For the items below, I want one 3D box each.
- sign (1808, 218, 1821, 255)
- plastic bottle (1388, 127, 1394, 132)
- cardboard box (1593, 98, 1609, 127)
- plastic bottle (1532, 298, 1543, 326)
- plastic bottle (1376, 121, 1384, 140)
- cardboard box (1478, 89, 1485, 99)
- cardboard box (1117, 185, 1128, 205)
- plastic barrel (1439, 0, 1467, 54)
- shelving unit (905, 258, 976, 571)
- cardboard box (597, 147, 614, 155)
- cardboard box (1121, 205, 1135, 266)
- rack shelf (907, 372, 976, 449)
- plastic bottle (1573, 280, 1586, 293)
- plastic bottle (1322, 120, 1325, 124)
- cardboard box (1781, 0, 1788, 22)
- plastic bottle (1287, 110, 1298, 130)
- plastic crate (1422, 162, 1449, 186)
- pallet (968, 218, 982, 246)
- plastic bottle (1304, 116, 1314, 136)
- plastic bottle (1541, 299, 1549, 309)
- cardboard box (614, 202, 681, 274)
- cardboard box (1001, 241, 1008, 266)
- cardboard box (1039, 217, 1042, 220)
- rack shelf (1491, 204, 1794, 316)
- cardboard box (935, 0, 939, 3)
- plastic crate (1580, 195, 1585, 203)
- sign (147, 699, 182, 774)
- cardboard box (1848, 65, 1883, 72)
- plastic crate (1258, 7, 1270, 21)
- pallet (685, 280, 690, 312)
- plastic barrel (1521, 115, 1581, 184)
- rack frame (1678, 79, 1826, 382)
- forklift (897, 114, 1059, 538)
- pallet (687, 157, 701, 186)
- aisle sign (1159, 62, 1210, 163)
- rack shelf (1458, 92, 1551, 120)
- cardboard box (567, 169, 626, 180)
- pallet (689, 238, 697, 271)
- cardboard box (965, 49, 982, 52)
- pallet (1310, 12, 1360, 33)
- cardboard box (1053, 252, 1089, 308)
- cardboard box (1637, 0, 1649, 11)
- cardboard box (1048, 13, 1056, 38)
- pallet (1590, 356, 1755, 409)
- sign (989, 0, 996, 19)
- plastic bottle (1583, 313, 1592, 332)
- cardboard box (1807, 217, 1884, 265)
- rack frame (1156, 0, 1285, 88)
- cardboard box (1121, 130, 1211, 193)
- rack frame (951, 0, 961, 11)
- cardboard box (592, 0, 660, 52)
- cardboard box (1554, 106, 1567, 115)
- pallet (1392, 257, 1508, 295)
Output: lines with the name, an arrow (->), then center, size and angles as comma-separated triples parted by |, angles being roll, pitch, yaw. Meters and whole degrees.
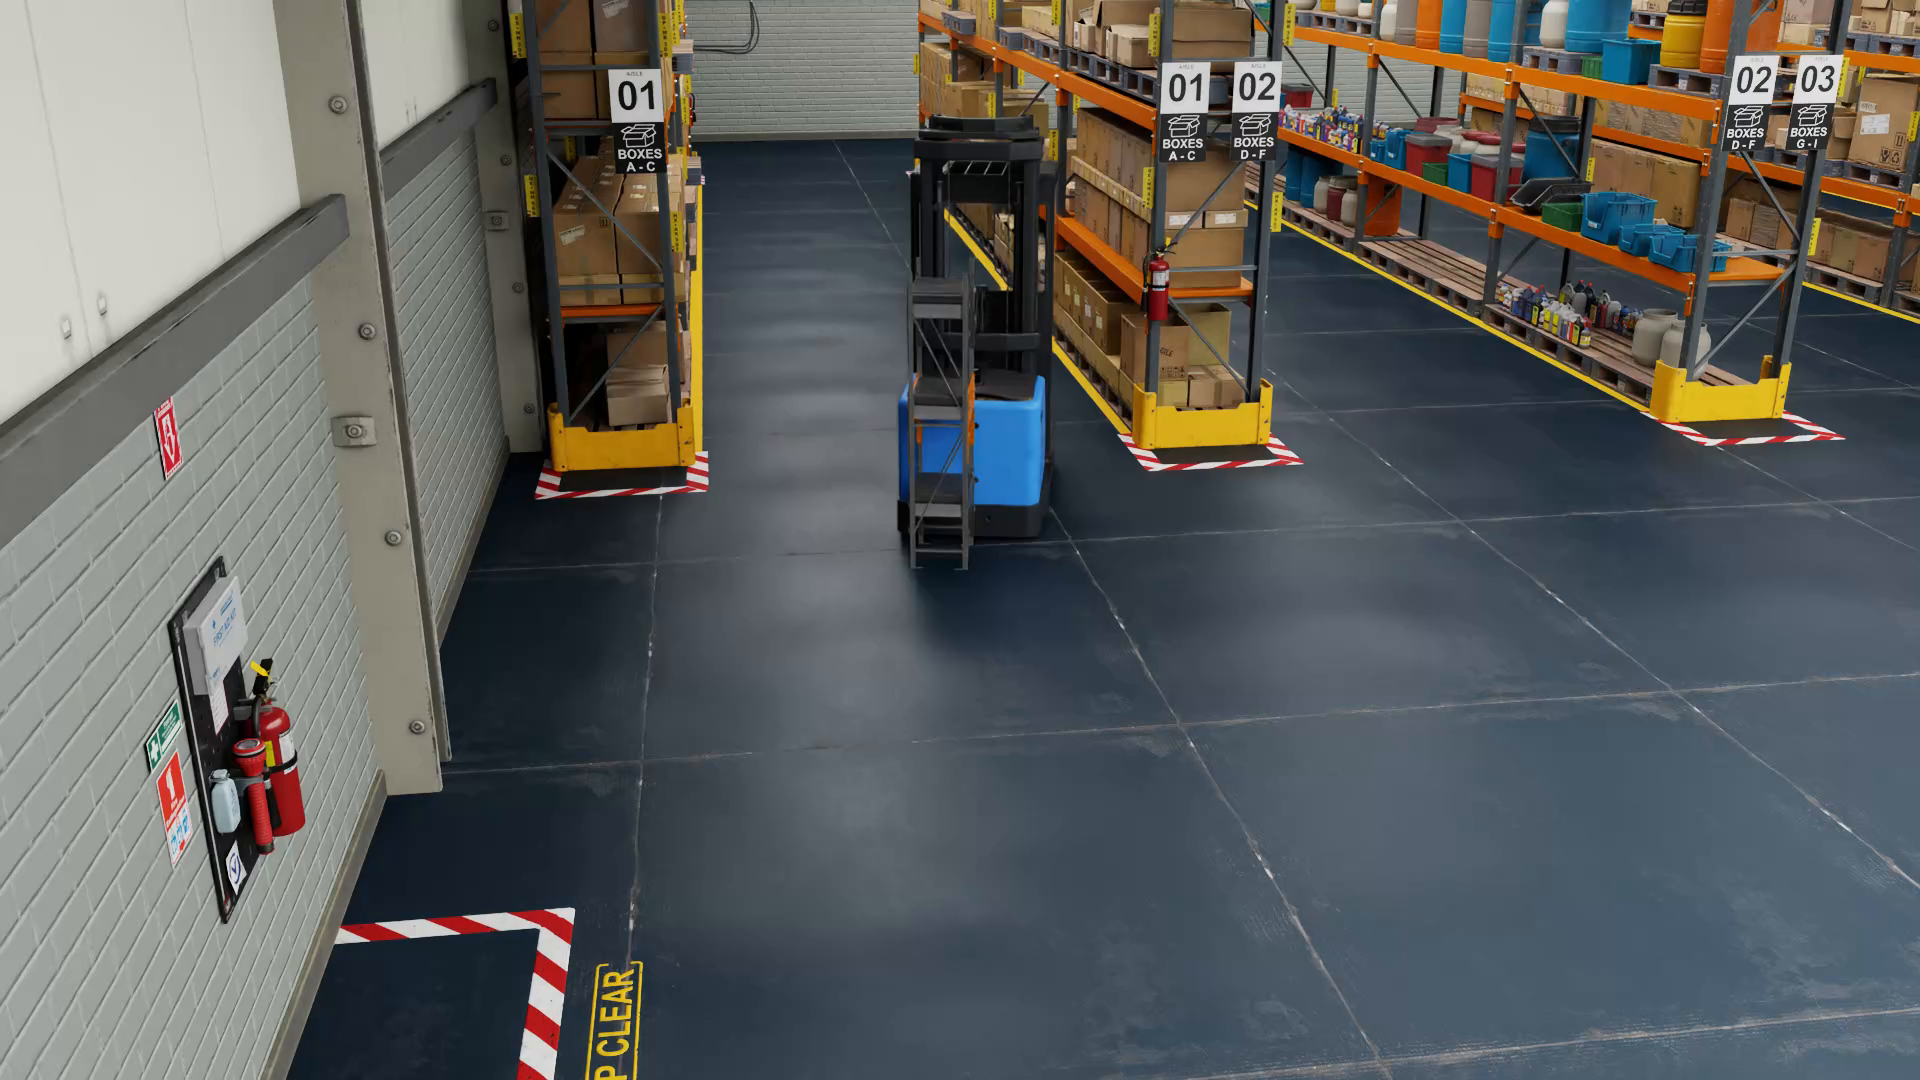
sign -> 7.546, -2.685, 14.723 | 0.100, 0.325, 0.005 | -3, 21, -8
plastic bottle -> 5.989, -5.604, 23.116 | 0.097, 0.271, 0.097 | 0, 20, 0
cardboard box -> 10.065, -6.635, 25.550 | 0.500, 0.500, 0.500 | -3, 21, -8
plastic bottle -> 6.140, -2.423, 17.670 | 0.061, 0.283, 0.133 | -2, 21, -5
plastic bottle -> 5.984, -5.813, 23.660 | 0.061, 0.283, 0.133 | -3, 21, -8
cardboard box -> 9.396, -7.884, 29.397 | 0.380, 0.149, 0.250 | -3, 21, -9
cardboard box -> 1.667, -3.202, 15.433 | 0.380, 0.149, 0.250 | -2, 21, -6
plastic barrel -> 5.948, -6.172, 19.451 | 0.600, 0.901, 0.708 | -3, 21, -8
shelving unit -> -0.126, -0.859, 11.515 | 0.431, 2.100, 0.503 | 2, 21, 5
cardboard box -> -3.419, -3.845, 17.453 | 0.700, 0.500, 0.500 | -3, 21, -8
cardboard box -> 1.898, -2.844, 15.400 | 0.700, 0.500, 0.500 | -3, 21, -7
rack shelf -> -0.126, -0.846, 11.519 | 0.431, 0.518, 0.480 | 2, 21, 5
plastic bottle -> 6.803, -2.671, 18.238 | 0.144, 0.351, 0.185 | -3, 21, -9
plastic bottle -> 5.217, -5.872, 23.818 | 0.061, 0.283, 0.133 | -3, 21, -8
cardboard box -> 10.632, -6.884, 21.215 | 0.500, 0.500, 0.500 | -3, 21, -7
plastic bottle -> 5.014, -6.320, 25.027 | 0.152, 0.276, 0.135 | -3, 21, -8
plastic crate -> 5.894, -4.404, 20.023 | 0.450, 0.188, 0.662 | -3, 21, -8
pallet -> 0.703, -4.426, 23.765 | 1.003, 0.211, 1.213 | -3, 21, -8
plastic bottle -> 5.128, -6.046, 24.293 | 0.152, 0.276, 0.135 | -3, 21, -8
plastic bottle -> 6.216, -2.427, 17.699 | 0.097, 0.271, 0.097 | 0, 20, 0
cardboard box -> -2.574, -2.501, 13.738 | 0.500, 0.500, 0.500 | -3, 21, -8
cardboard box -> 0.804, -3.589, 20.868 | 0.500, 0.250, 0.500 | -3, 21, -9
cardboard box -> 1.265, -4.053, 21.309 | 0.500, 0.311, 0.500 | -2, 21, -6
rack shelf -> 6.713, -2.885, 16.681 | 1.077, 0.370, 4.000 | -3, 21, -8
cardboard box -> -0.108, -8.506, 25.916 | 0.500, 0.250, 0.500 | -3, 21, -8
plastic crate -> 6.853, -3.475, 17.446 | 0.499, 0.251, 0.616 | -3, 21, -8
sign -> -2.590, 0.636, 5.417 | 0.001, 0.109, 0.331 | -3, 21, -8
cardboard box -> 14.760, -7.953, 27.225 | 0.500, 0.500, 0.500 | -4, 21, -10
plastic crate -> 4.911, -8.121, 25.689 | 0.450, 0.188, 0.662 | -3, 21, -8
pallet -> -3.672, -2.801, 19.414 | 1.003, 0.211, 1.213 | -3, 21, -8
plastic barrel -> 6.669, -4.298, 18.721 | 0.600, 0.901, 0.708 | -3, 21, -8
rack frame -> 7.001, -2.529, 14.701 | 1.000, 3.000, 0.127 | -3, 21, -8
forklift -> 0.194, -1.863, 13.016 | 1.130, 2.935, 3.031 | 2, 21, 5
pallet -> -3.748, -4.468, 20.167 | 1.213, 0.211, 1.003 | -3, 21, -8
aisle sign -> 1.818, -3.461, 13.480 | 0.394, 0.787, 0.004 | -3, 21, -8
rack shelf -> 9.884, -7.289, 28.474 | 1.077, 0.370, 4.000 | -3, 21, -8
cardboard box -> -3.381, -3.180, 15.556 | 0.500, 0.500, 0.500 | -2, 21, -6
pallet -> -3.995, -3.770, 22.008 | 1.003, 0.211, 1.213 | -3, 21, -8
cardboard box -> 0.356, -7.664, 26.876 | 0.500, 0.500, 0.500 | -2, 21, -6
pallet -> 5.647, -7.342, 23.569 | 1.003, 0.211, 1.213 | -3, 21, -8
cardboard box -> 1.279, -2.749, 17.548 | 0.500, 0.500, 0.500 | -3, 21, -8
cardboard box -> 10.239, -7.895, 24.539 | 0.380, 0.149, 0.250 | -4, 21, -10
cardboard box -> 1.307, -5.862, 18.952 | 0.500, 0.250, 0.500 | -5, 21, -12
pallet -> 6.832, -1.529, 16.007 | 1.003, 0.211, 1.213 | -3, 21, -8
sign -> 0.408, -6.671, 20.765 | 0.100, 0.325, 0.005 | -3, 21, -8
plastic bottle -> 6.399, -2.171, 16.995 | 0.061, 0.283, 0.133 | -3, 21, -8
cardboard box -> 11.127, -3.773, 20.974 | 0.700, 0.500, 0.500 | -5, 21, -12
rack frame -> 2.099, -5.091, 12.986 | 1.000, 3.000, 0.127 | -3, 21, -8
cardboard box -> 1.882, -3.472, 15.229 | 0.700, 0.500, 0.500 | -3, 21, -8
rack frame -> 0.369, -9.246, 24.110 | 1.000, 3.000, 0.127 | -3, 21, -8
cardboard box -> -2.618, -4.105, 13.032 | 0.500, 0.500, 0.500 | -4, 21, -12
cardboard box -> 9.804, -6.905, 26.776 | 0.380, 0.149, 0.250 | -3, 21, -7
pallet -> 6.094, -3.301, 20.753 | 1.003, 0.211, 1.213 | -3, 21, -8
